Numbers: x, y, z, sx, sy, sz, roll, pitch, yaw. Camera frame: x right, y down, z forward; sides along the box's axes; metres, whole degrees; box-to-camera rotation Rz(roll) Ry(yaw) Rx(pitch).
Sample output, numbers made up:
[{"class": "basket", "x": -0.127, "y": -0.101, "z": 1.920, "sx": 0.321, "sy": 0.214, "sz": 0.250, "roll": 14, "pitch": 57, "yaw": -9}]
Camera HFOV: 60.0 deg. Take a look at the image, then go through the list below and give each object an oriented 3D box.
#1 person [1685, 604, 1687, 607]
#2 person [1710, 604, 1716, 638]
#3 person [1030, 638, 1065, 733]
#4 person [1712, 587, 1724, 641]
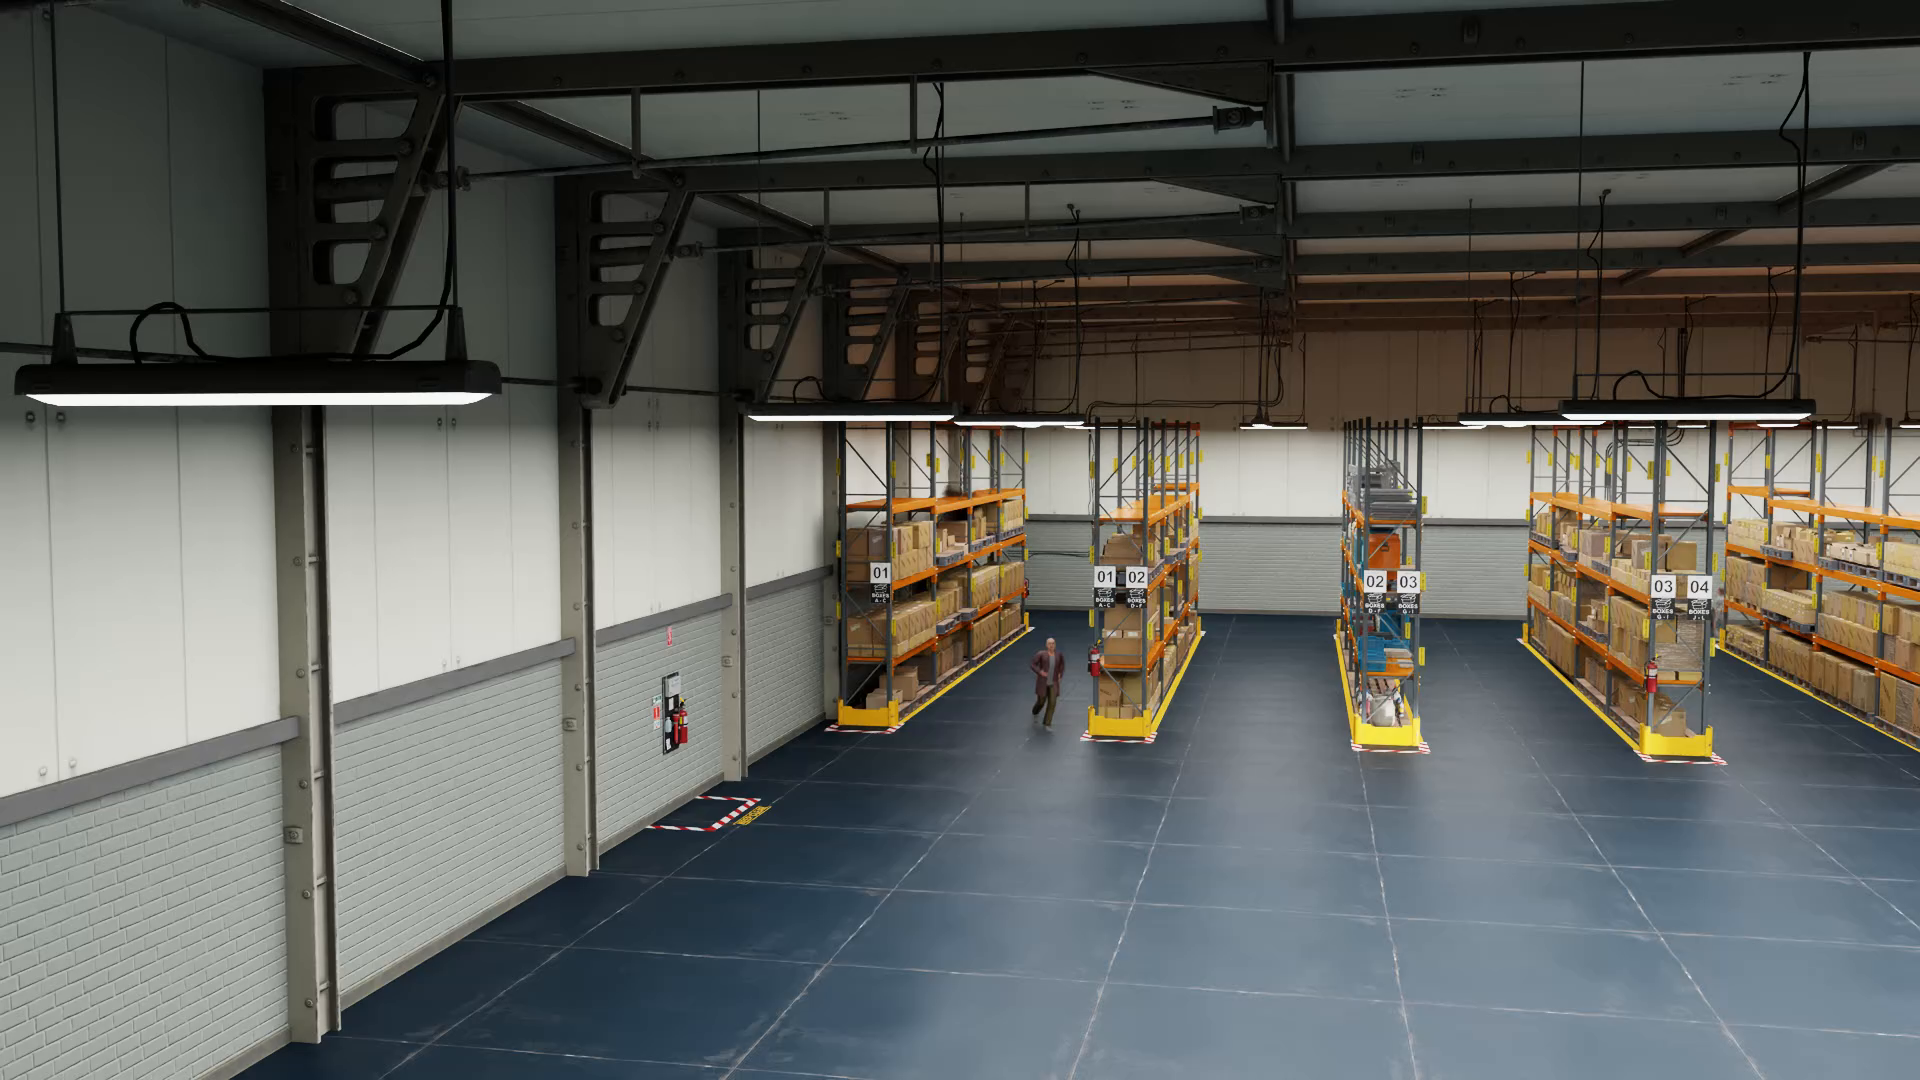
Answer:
[{"class": "person", "x": 18.477, "y": 2.169, "z": 41.875, "sx": 0.568, "sy": 1.687, "sz": 0.830, "roll": 1, "pitch": 4, "yaw": 18}, {"class": "person", "x": 18.313, "y": 2.179, "z": 41.000, "sx": 0.657, "sy": 1.708, "sz": 0.956, "roll": 1, "pitch": 4, "yaw": 10}, {"class": "person", "x": 1.704, "y": 2.770, "z": 32.078, "sx": 0.722, "sy": 1.776, "sz": 0.911, "roll": -1, "pitch": 4, "yaw": -11}, {"class": "person", "x": 20.607, "y": 2.016, "z": 45.374, "sx": 0.478, "sy": 1.512, "sz": 0.620, "roll": 1, "pitch": 4, "yaw": 19}]
